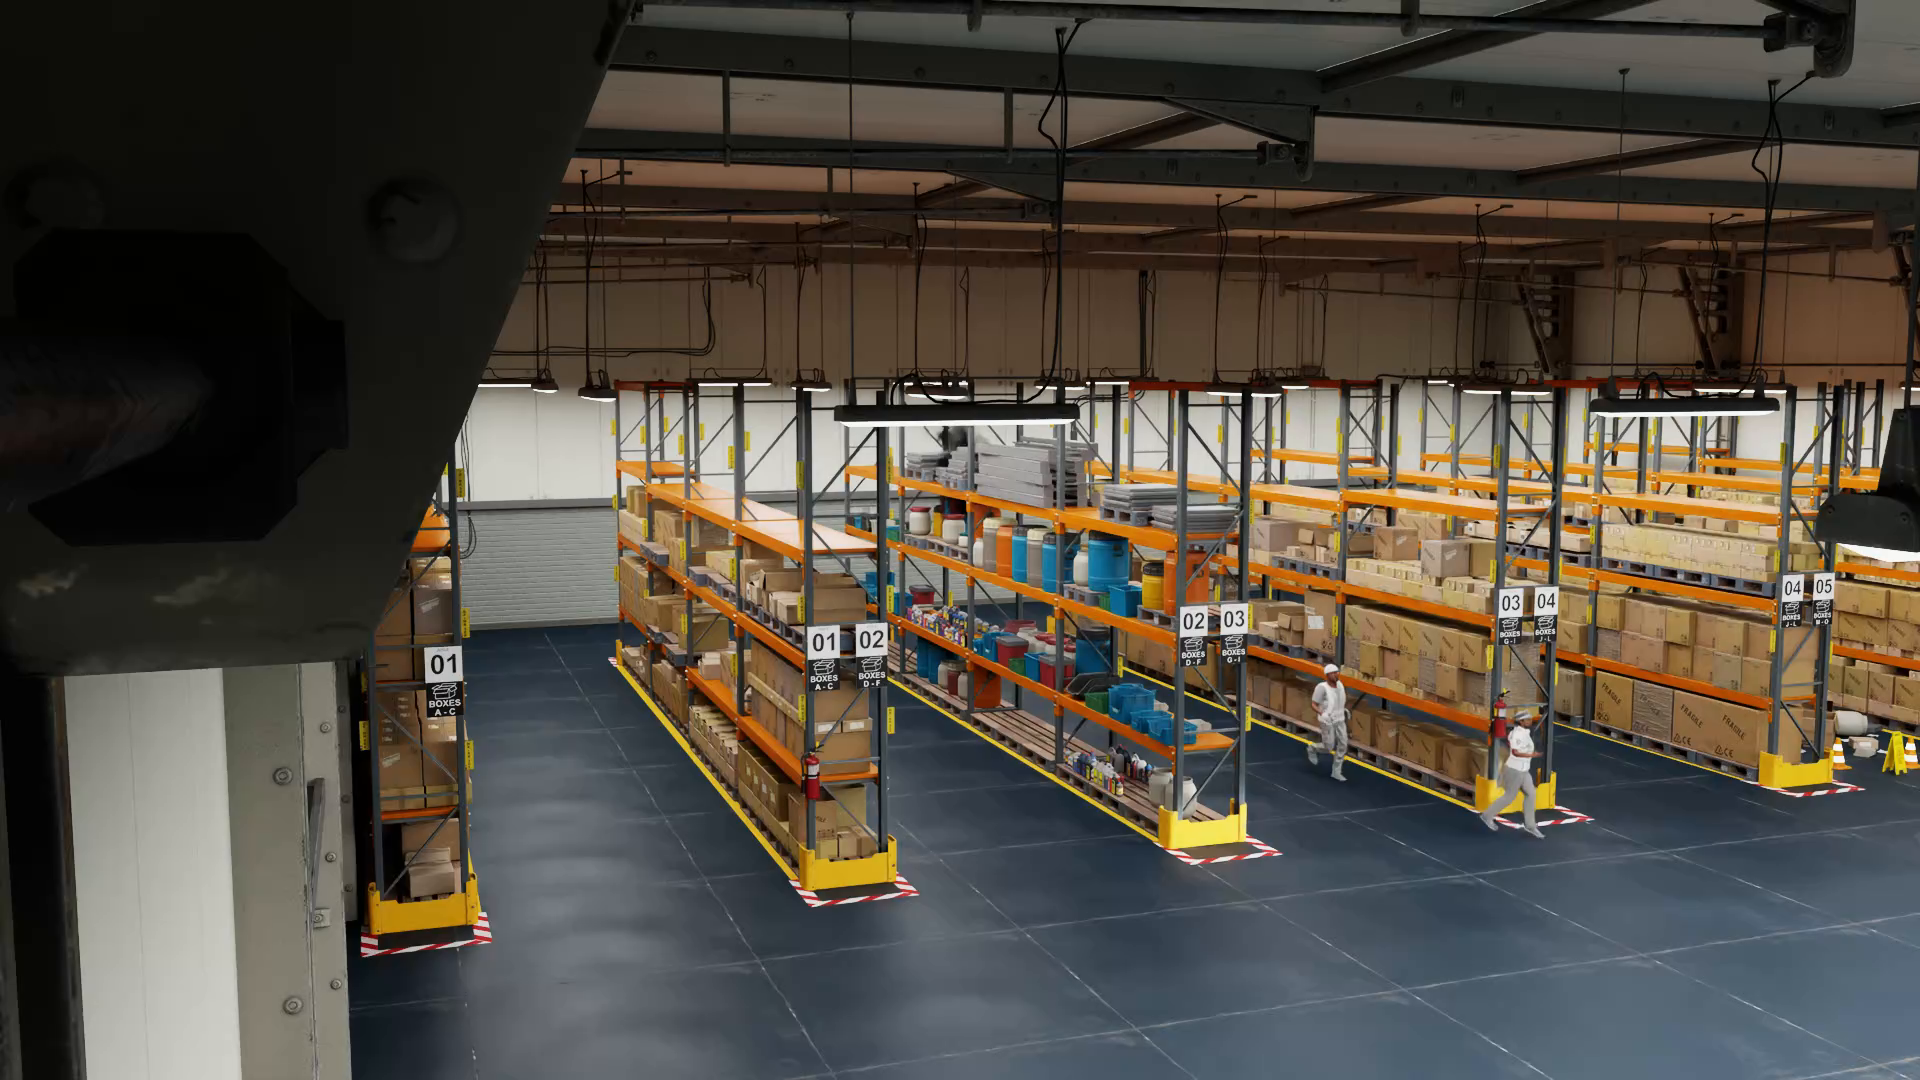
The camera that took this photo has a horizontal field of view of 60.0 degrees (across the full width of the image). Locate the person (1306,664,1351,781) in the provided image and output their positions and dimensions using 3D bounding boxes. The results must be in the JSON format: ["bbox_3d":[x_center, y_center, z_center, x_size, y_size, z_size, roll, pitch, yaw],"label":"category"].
[{"bbox_3d":[5.670,2.771,25.517,0.678,1.757,0.788,-3,7,-29],"label":"person"}]

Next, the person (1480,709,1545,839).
[{"bbox_3d":[7.504,3.119,22.449,0.842,1.728,0.589,4,7,30],"label":"person"}]
